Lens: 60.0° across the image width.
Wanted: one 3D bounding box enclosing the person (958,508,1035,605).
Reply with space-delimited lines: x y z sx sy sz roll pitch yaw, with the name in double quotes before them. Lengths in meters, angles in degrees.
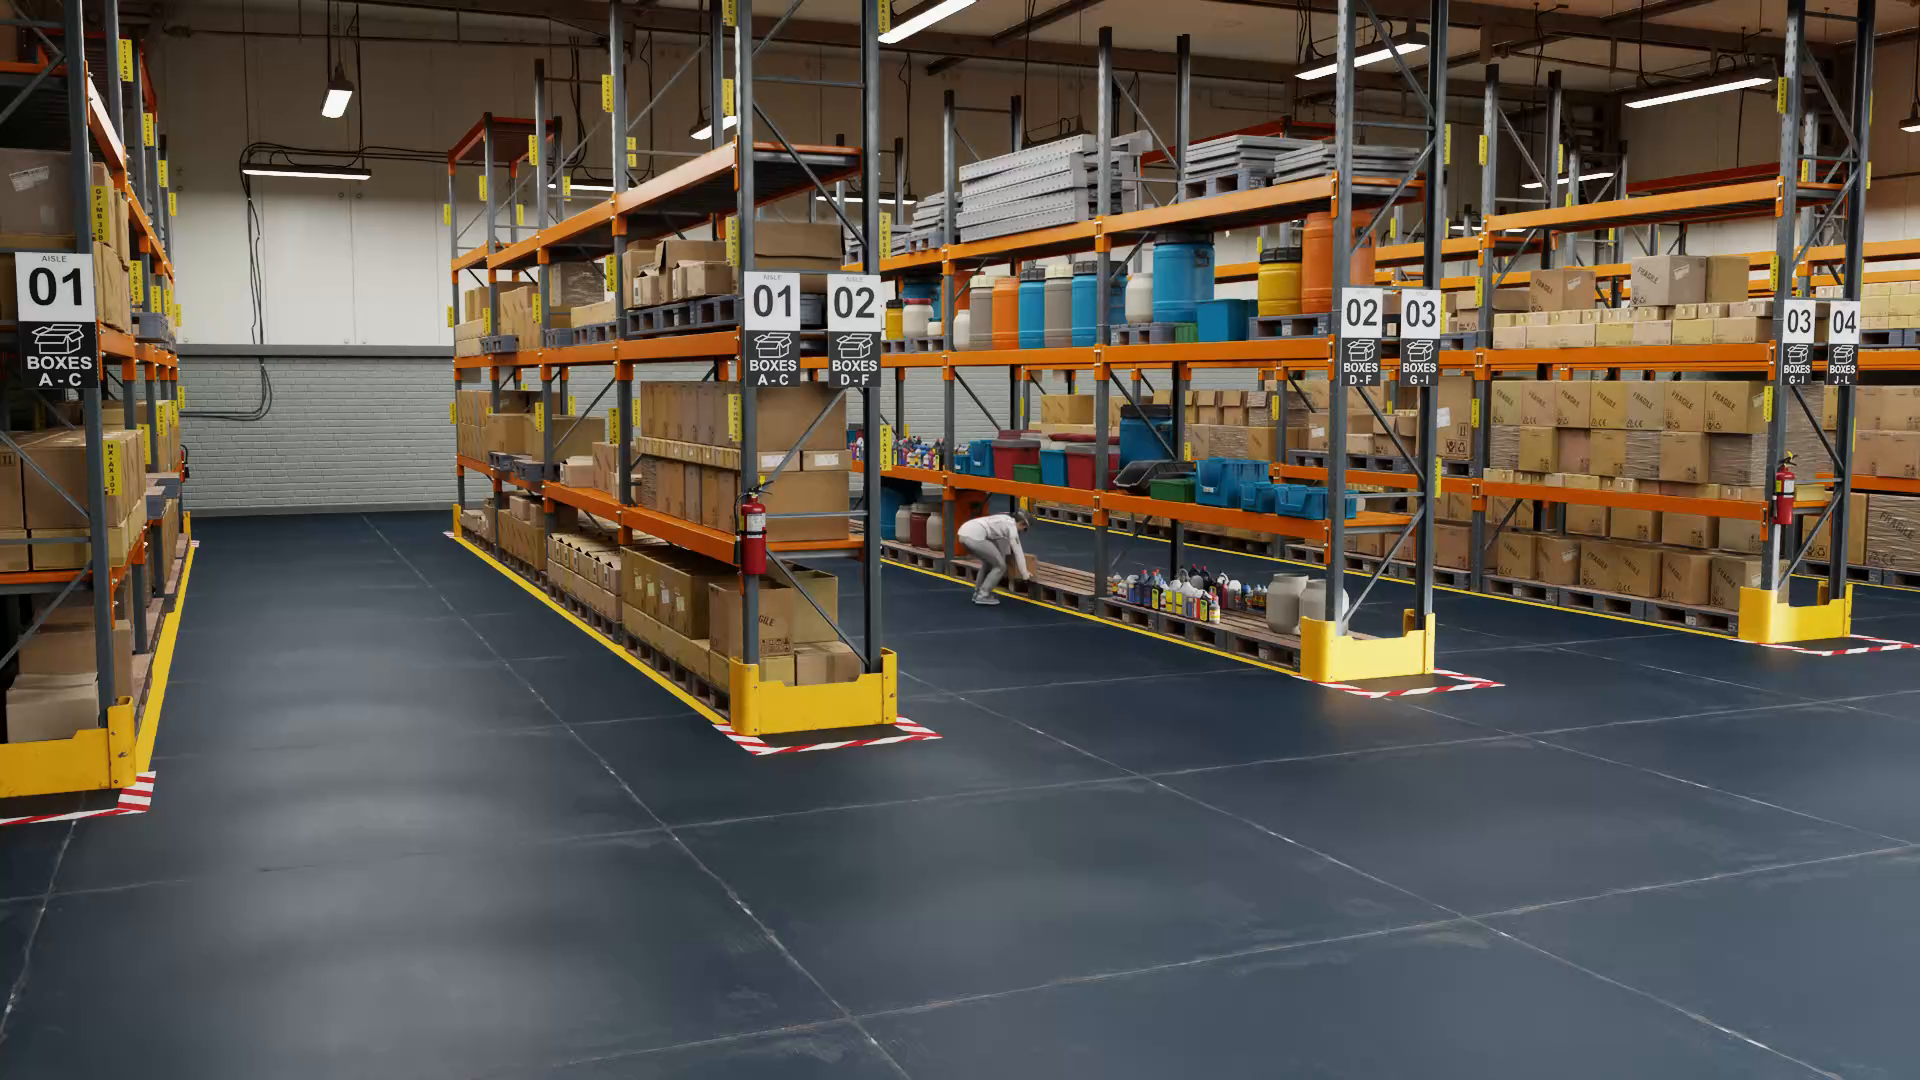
"person" 0.421 0.175 18.414 0.921 1.049 0.445 -3 6 -26
